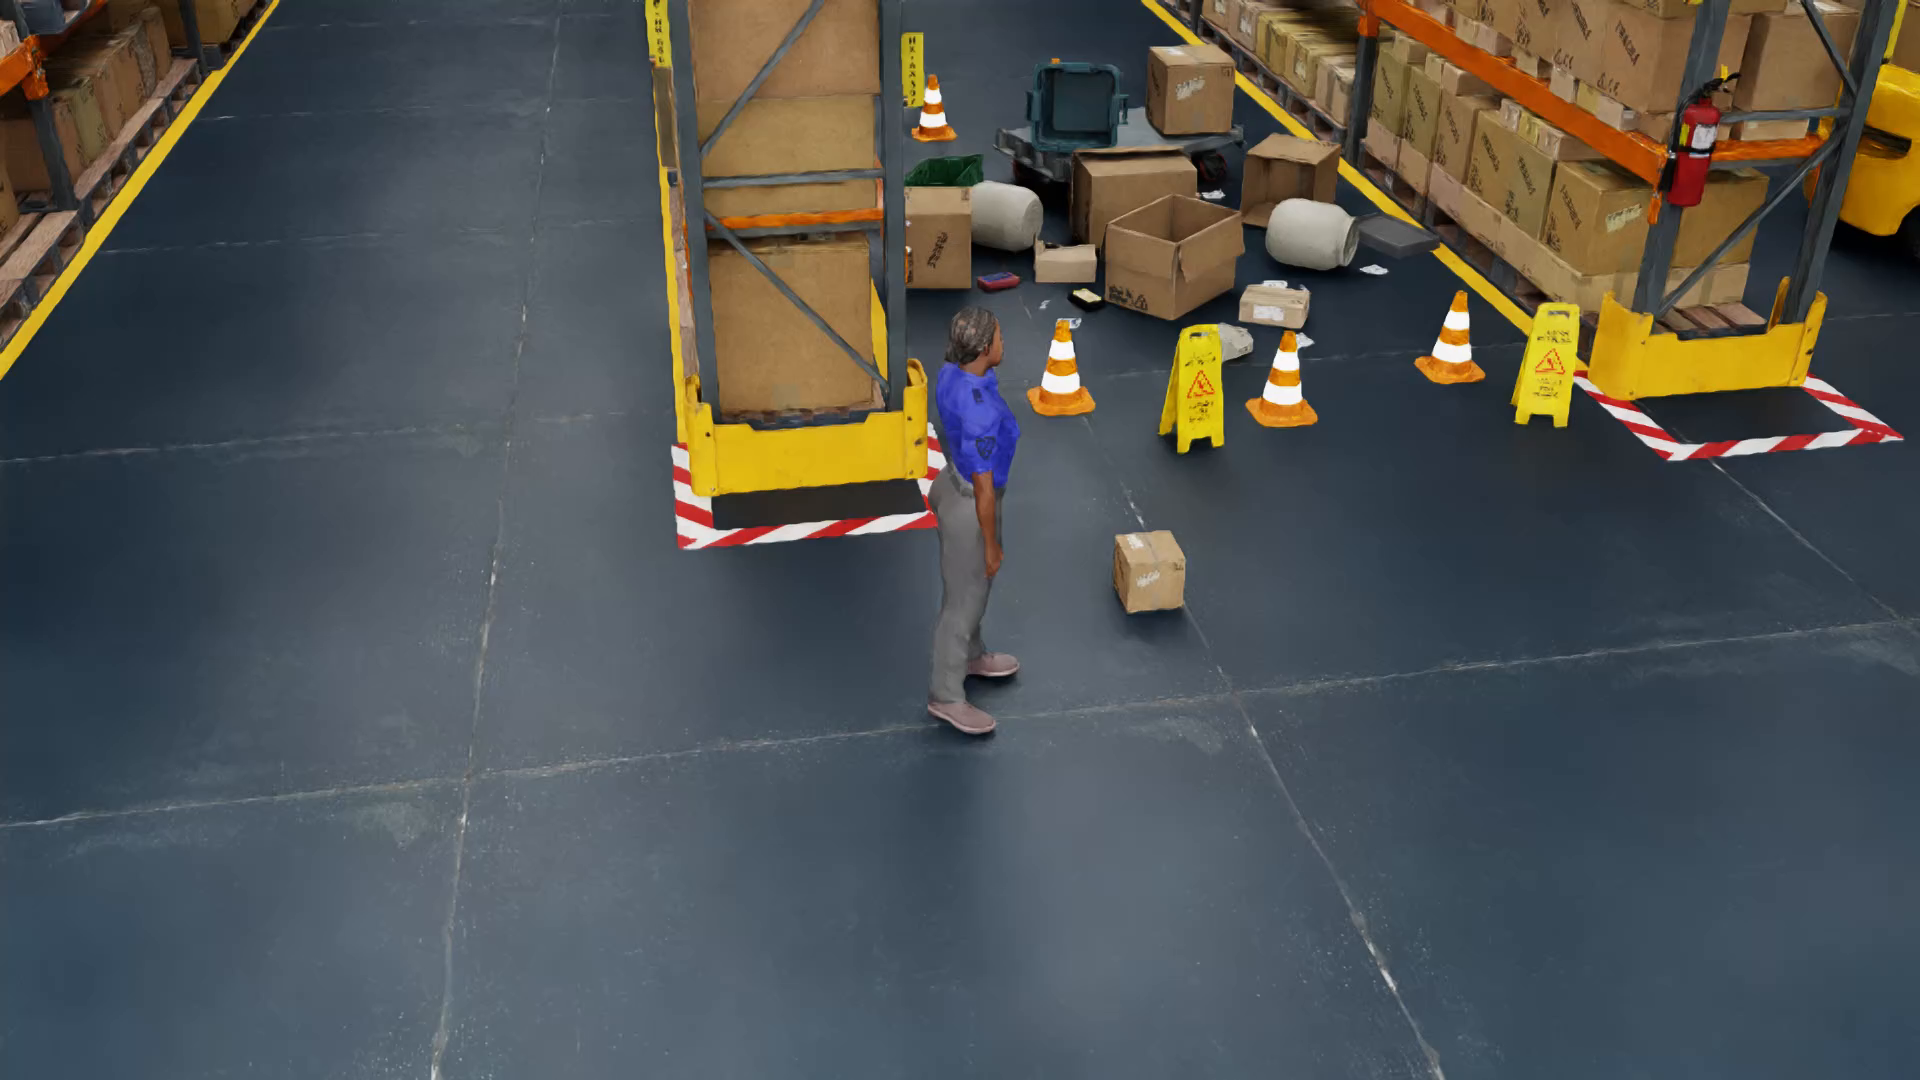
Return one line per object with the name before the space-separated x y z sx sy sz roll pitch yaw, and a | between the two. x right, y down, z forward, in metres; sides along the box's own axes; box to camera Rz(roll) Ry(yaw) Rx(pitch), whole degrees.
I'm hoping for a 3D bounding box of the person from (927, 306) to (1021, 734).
person | 0.052 -0.110 6.288 0.430 1.662 0.605 -7 31 -11
